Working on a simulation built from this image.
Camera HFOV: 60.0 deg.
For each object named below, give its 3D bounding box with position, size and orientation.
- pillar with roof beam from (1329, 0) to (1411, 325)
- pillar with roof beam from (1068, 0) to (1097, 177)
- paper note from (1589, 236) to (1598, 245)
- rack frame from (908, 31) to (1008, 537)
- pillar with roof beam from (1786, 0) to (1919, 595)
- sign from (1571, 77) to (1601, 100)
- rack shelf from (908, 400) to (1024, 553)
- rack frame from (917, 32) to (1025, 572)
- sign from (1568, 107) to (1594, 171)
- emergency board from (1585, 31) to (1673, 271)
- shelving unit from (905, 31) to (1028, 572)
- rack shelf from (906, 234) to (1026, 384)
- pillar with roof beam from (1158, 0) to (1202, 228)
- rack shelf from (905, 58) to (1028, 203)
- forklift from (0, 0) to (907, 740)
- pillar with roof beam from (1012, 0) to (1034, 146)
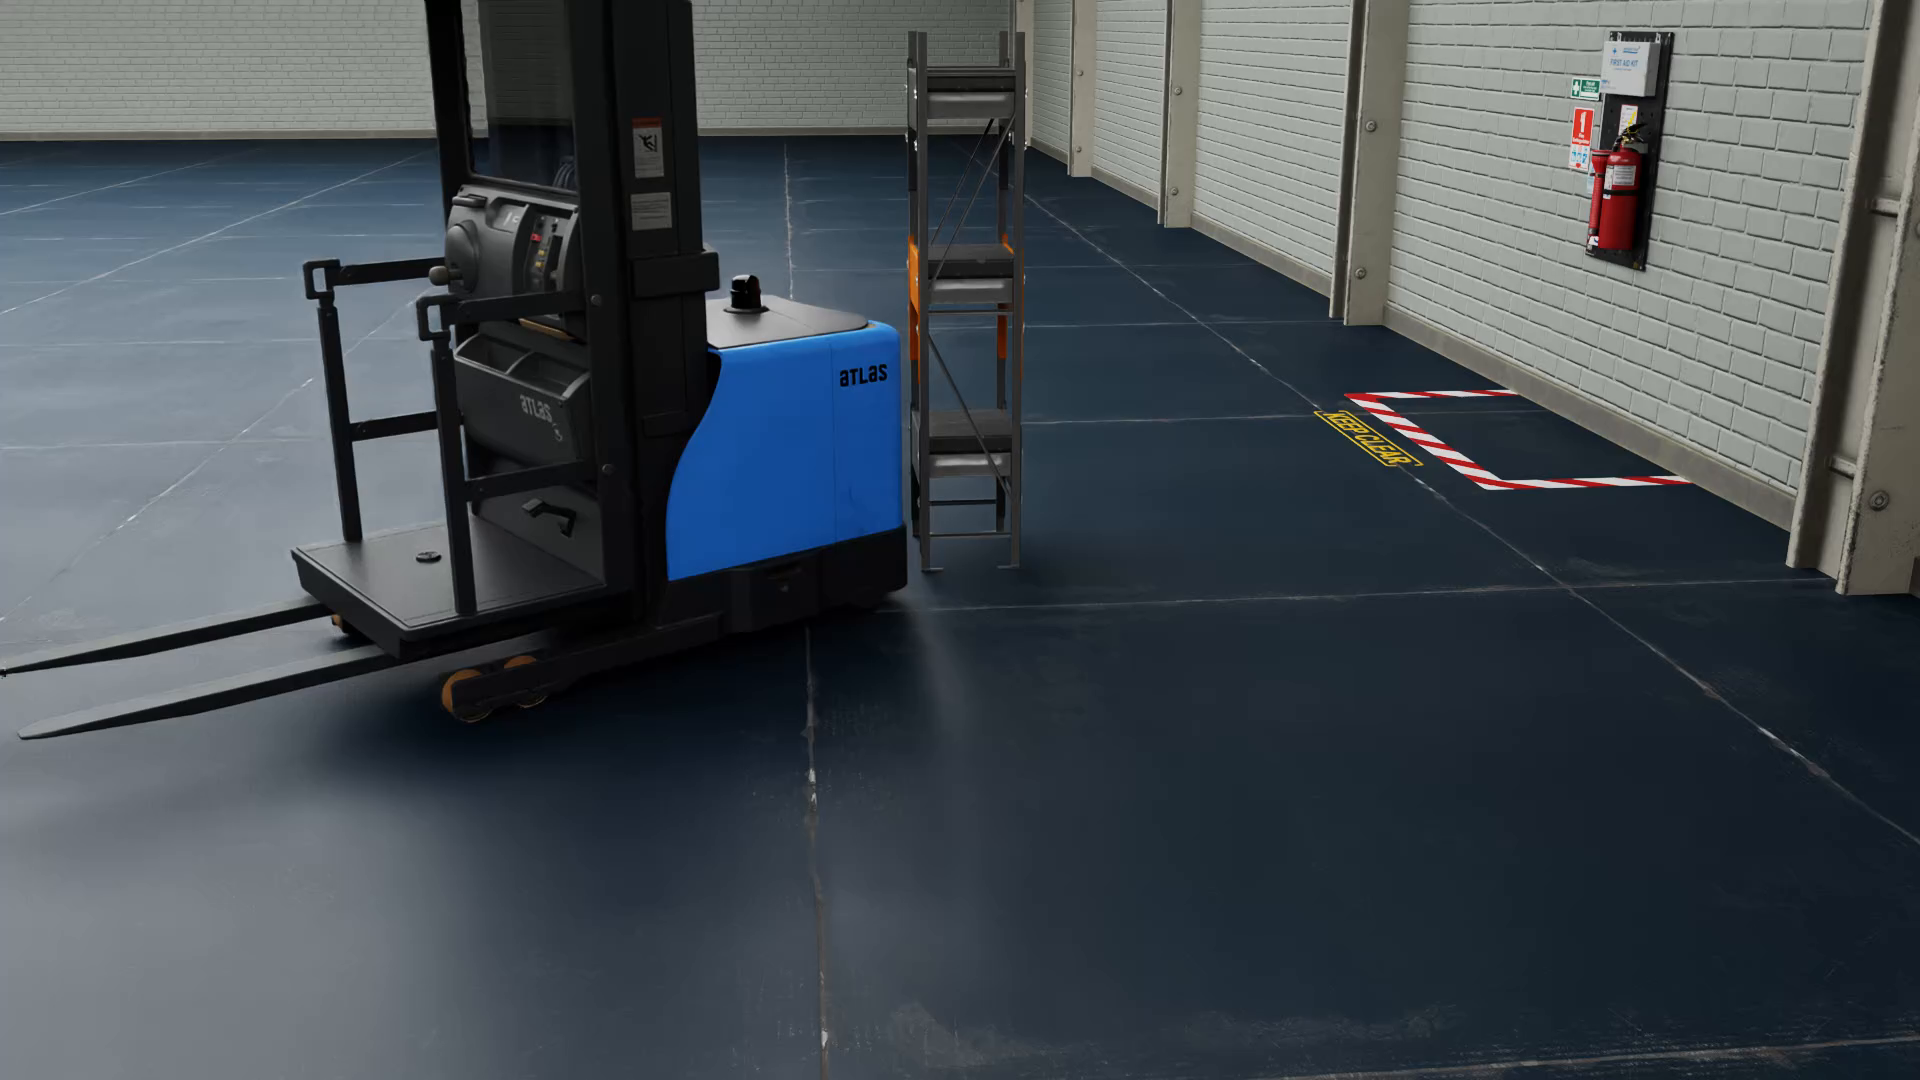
[{"bbox_3d":[-1.321,-5.796,10.616,9.100,9.000,0.400,-2,18,-6],"label":"pillar with roof beam"},{"bbox_3d":[-2.559,-9.372,22.004,9.100,9.000,0.400,-2,18,-6],"label":"pillar with roof beam"},{"bbox_3d":[3.413,-1.651,8.900,0.016,0.148,0.142,-2,18,-6],"label":"paper note"},{"bbox_3d":[-0.008,-1.025,6.937,0.400,2.100,0.015,-2,18,-6],"label":"rack frame"},{"bbox_3d":[-0.702,-4.009,4.922,9.100,9.000,0.400,-2,18,-6],"label":"pillar with roof beam"},{"bbox_3d":[3.400,-2.453,9.038,0.001,0.109,0.331,-2,18,-6],"label":"sign"},{"bbox_3d":[0.017,-0.272,6.919,0.431,0.518,0.480,-2,18,-6],"label":"rack shelf"},{"bbox_3d":[0.042,-0.880,6.474,0.400,2.100,0.015,-2,18,-6],"label":"rack frame"},{"bbox_3d":[3.408,-2.202,9.123,0.001,0.329,0.234,-2,18,-6],"label":"sign"},{"bbox_3d":[3.363,-2.017,8.594,0.194,1.169,0.643,-2,18,-6],"label":"emergency board"},{"bbox_3d":[0.017,-0.952,6.705,0.431,2.100,0.503,-2,18,-6],"label":"shelving unit"},{"bbox_3d":[0.017,-0.939,6.710,0.431,0.518,0.480,-2,18,-6],"label":"rack shelf"},{"bbox_3d":[-1.940,-7.584,16.310,9.100,9.000,0.400,-2,18,-6],"label":"pillar with roof beam"},{"bbox_3d":[0.017,-1.607,6.500,0.431,0.518,0.480,-2,18,-6],"label":"rack shelf"},{"bbox_3d":[-1.666,-0.993,5.445,3.031,2.935,1.130,-14,22,-37],"label":"forklift"},{"bbox_3d":[-3.178,-11.159,27.698,9.100,9.000,0.400,-2,18,-6],"label":"pillar with roof beam"}]
